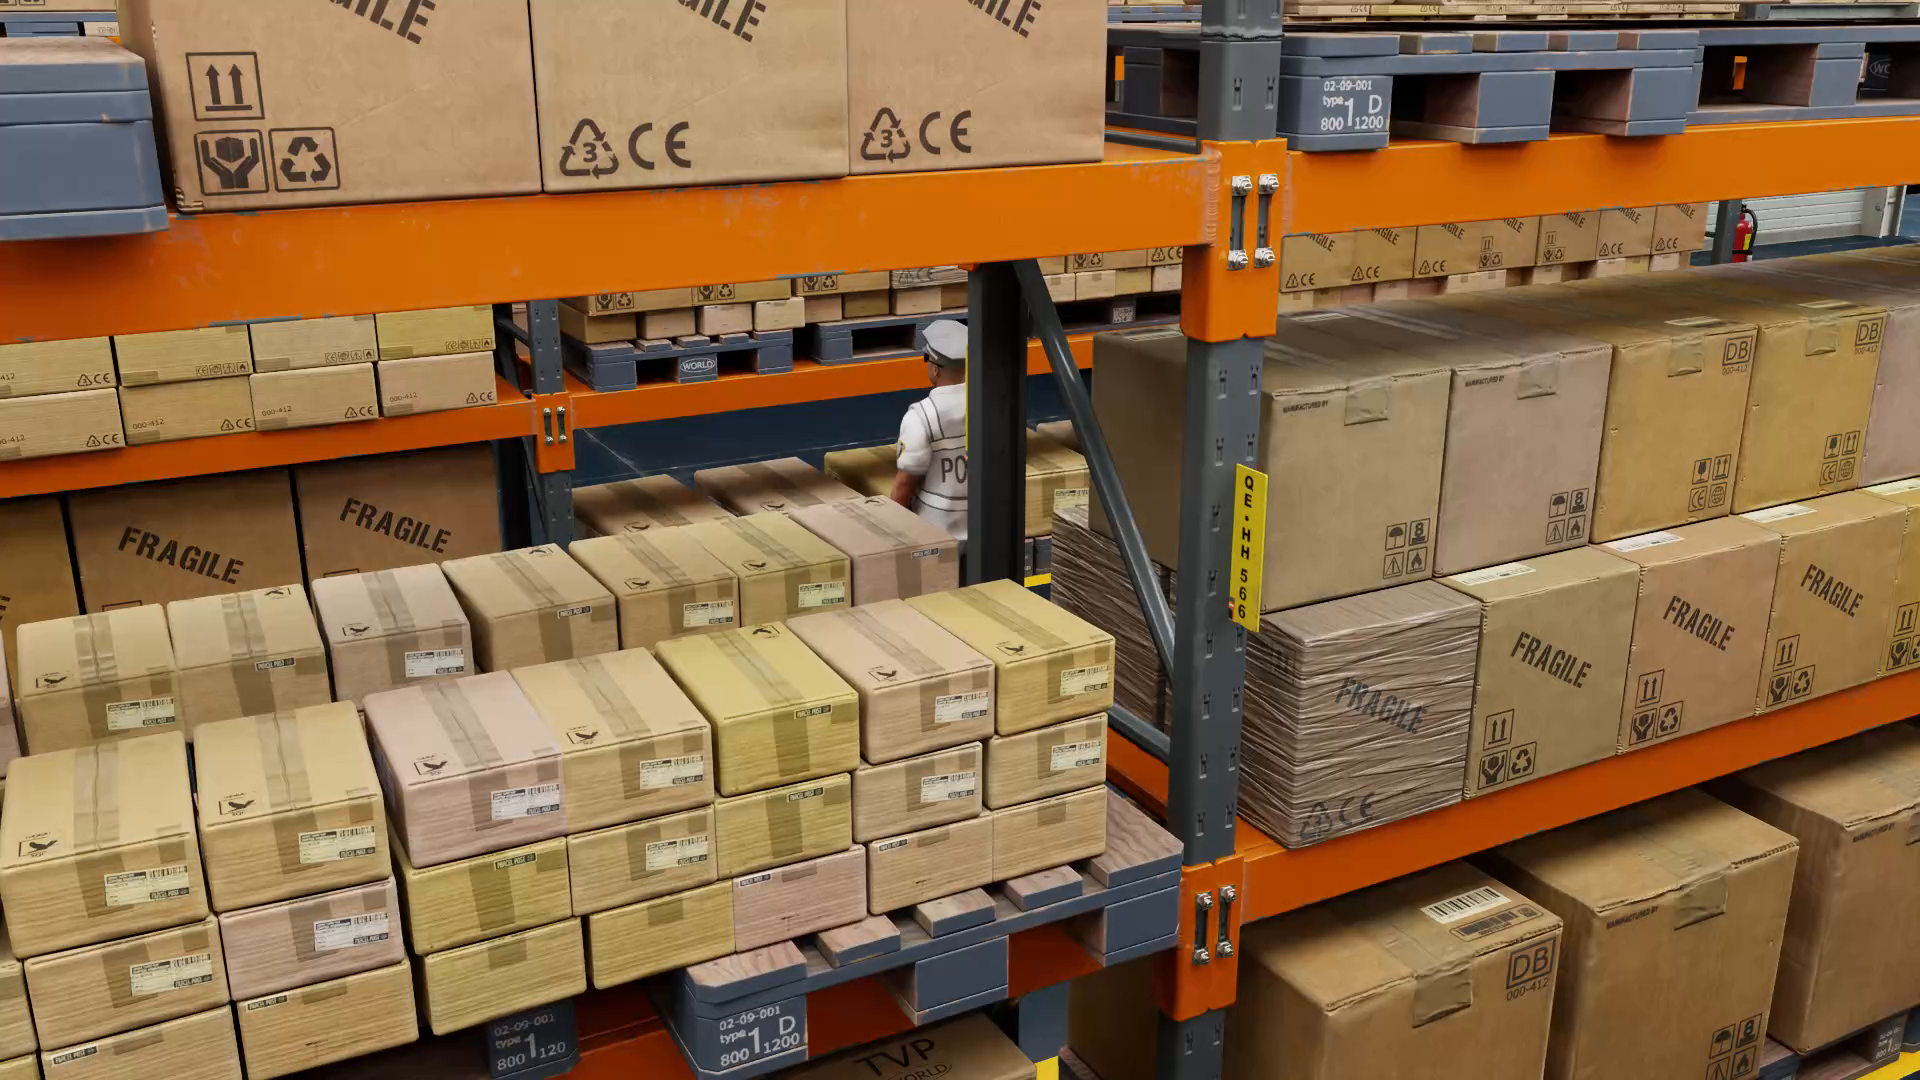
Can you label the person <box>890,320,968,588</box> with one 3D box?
[{"bbox_3d":[-0.063,-0.098,7.266,0.642,1.782,0.573,-10,21,-27],"label":"person"}]
